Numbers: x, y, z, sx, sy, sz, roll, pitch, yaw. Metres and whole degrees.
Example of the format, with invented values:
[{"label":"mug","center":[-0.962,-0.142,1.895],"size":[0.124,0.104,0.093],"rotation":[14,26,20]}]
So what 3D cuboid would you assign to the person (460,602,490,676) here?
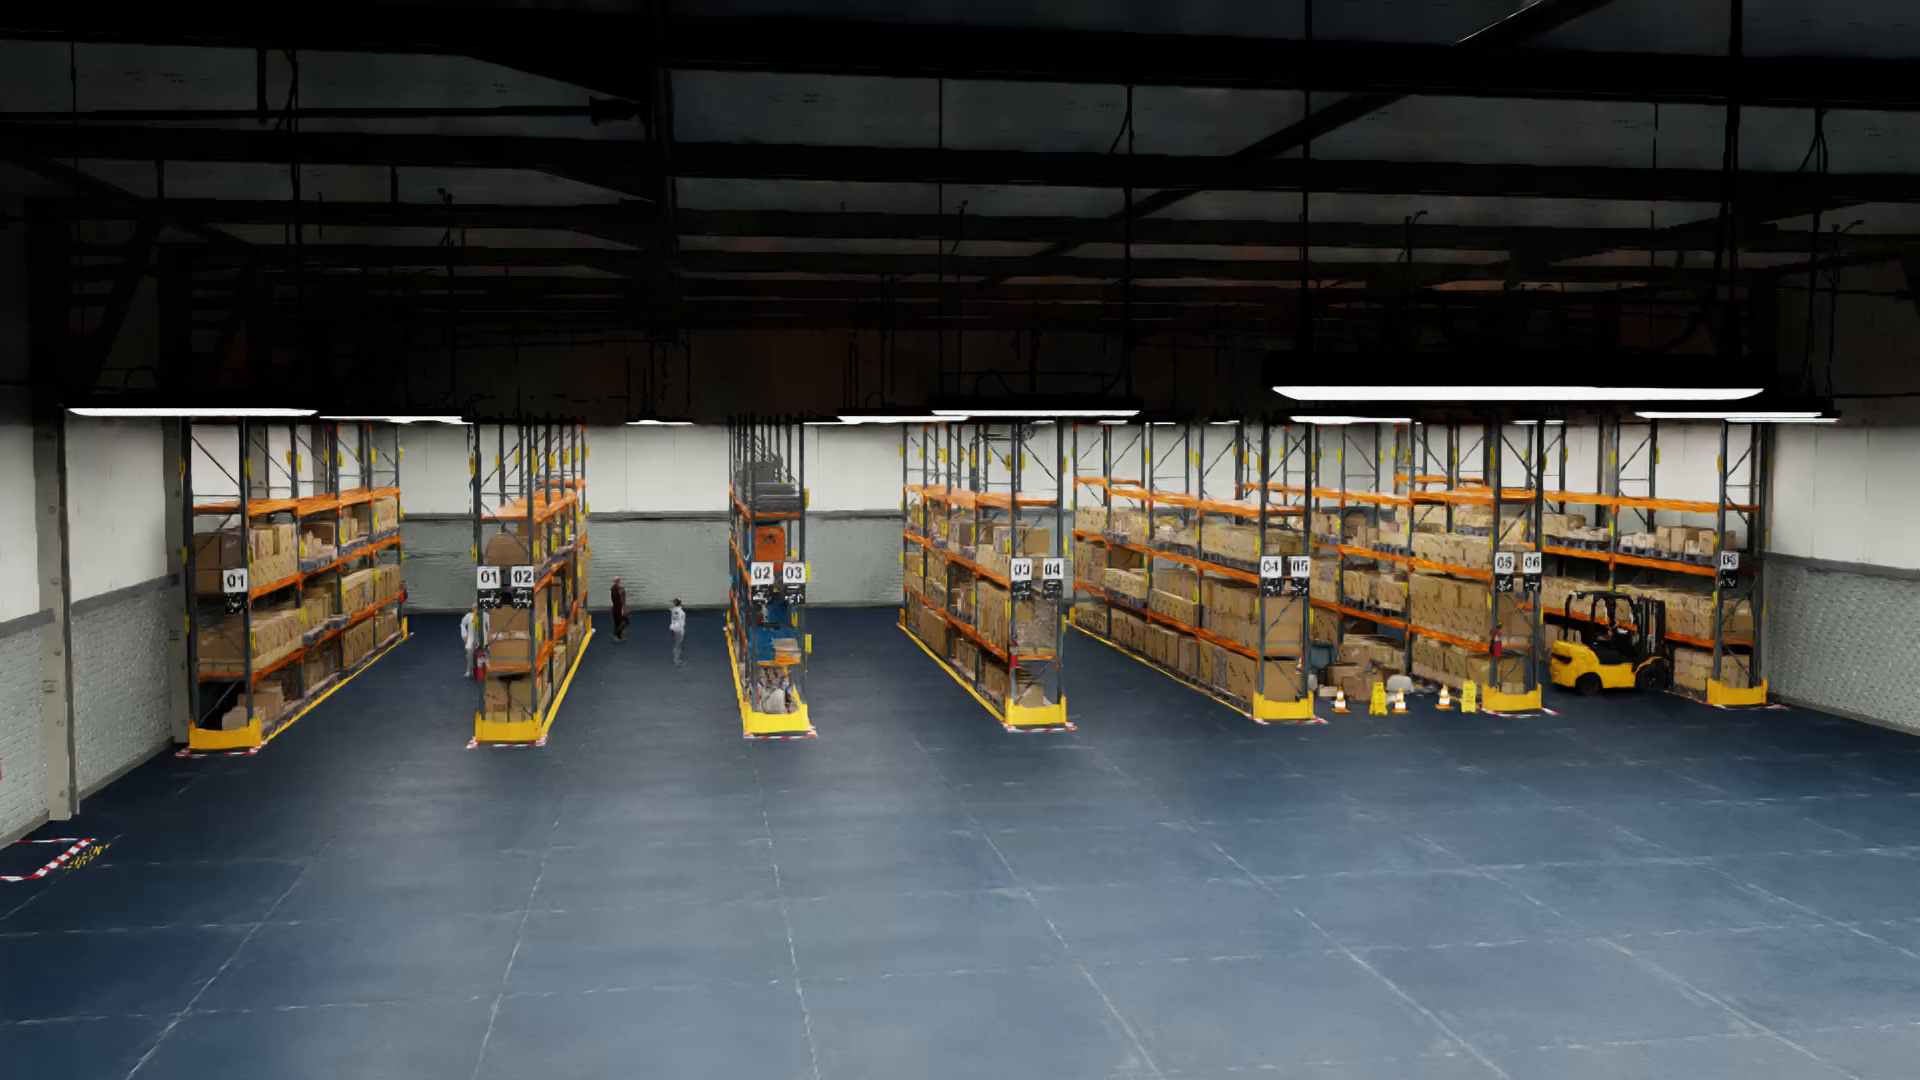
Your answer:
[{"label":"person","center":[-11.079,2.269,38.136],"size":[0.729,1.733,0.546],"rotation":[-1,4,-10]}]

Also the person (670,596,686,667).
[{"label":"person","center":[-6.698,2.177,39.668],"size":[0.416,1.677,0.537],"rotation":[-3,5,-39]}]

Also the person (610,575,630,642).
[{"label":"person","center":[-9.070,1.814,44.168],"size":[0.514,1.745,0.635],"rotation":[-3,5,-37]}]
